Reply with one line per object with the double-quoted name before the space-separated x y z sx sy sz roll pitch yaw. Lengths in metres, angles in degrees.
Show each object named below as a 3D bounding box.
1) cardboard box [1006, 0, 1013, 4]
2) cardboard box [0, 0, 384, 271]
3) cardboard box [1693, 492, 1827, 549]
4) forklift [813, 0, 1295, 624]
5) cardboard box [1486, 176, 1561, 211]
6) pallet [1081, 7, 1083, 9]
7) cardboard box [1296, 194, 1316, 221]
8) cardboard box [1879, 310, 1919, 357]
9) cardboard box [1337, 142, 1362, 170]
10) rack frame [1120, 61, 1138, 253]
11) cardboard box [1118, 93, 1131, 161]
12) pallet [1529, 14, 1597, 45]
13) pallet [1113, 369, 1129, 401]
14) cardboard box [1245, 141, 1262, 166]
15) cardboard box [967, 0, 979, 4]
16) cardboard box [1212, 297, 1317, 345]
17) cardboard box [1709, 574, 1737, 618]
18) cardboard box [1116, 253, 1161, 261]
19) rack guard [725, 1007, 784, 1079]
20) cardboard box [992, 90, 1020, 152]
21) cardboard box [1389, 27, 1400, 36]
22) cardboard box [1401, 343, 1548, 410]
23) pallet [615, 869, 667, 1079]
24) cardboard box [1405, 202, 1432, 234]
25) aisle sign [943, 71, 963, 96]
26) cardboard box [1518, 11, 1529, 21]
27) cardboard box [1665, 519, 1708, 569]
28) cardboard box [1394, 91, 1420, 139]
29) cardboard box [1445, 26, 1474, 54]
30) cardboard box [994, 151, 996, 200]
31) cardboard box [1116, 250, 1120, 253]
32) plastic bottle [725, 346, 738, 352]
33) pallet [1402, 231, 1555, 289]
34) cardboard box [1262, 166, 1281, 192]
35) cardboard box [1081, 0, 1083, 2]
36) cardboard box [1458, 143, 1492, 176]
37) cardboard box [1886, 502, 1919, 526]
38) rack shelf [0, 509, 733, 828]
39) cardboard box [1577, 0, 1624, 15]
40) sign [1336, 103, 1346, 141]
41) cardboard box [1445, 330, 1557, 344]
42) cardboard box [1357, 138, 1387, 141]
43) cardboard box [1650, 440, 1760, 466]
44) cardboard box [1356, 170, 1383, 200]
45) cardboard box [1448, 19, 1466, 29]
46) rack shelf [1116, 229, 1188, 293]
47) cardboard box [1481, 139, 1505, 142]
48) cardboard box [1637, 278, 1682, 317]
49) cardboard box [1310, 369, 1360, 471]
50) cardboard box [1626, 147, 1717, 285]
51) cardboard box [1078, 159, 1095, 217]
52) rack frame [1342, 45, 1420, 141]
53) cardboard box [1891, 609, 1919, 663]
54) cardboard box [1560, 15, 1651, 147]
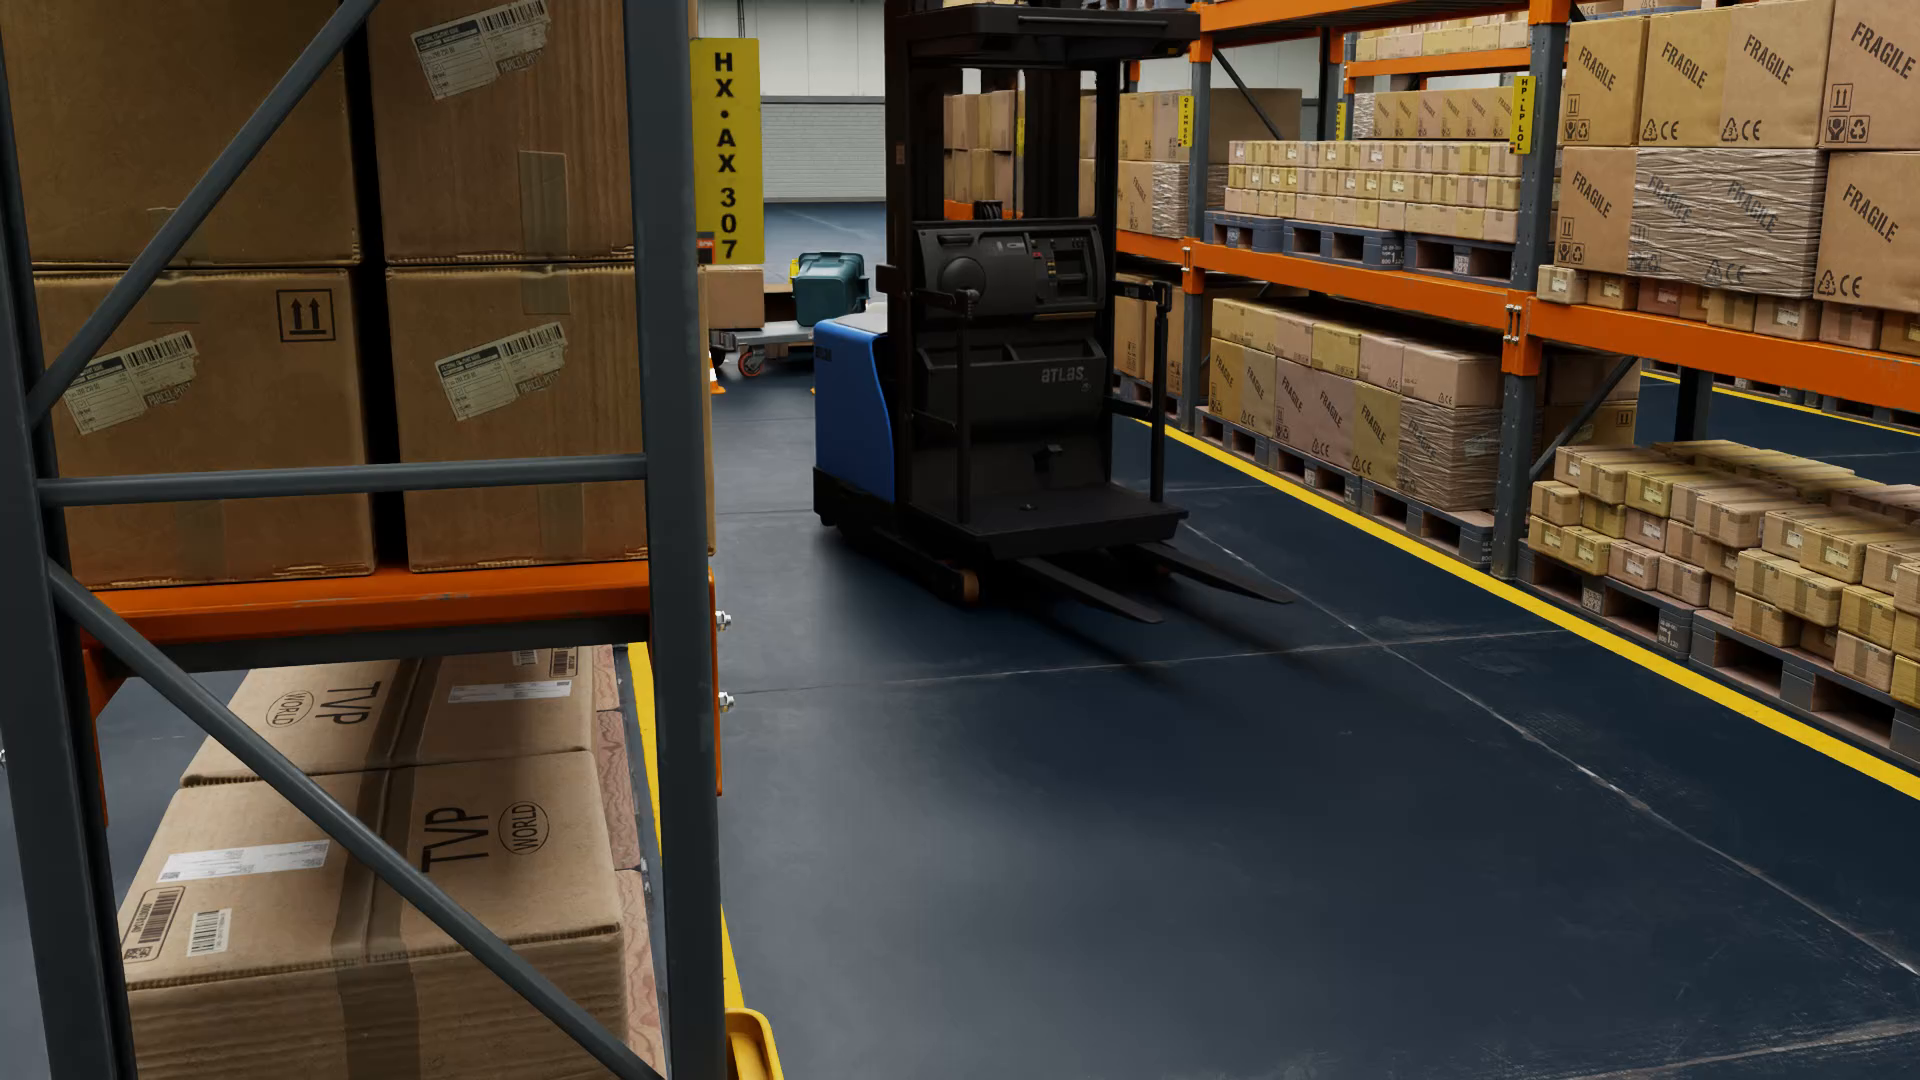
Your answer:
"cardboard box" 0.631 -4.862 15.119 0.380 0.149 0.250 -3 14 -12
"cardboard box" -1.228 -0.714 2.713 0.500 0.500 0.500 -3 14 -11
"cardboard box" 3.023 -0.076 6.288 0.380 0.149 0.250 -3 14 -12
"forklift" 0.339 -1.255 7.387 1.130 2.935 3.031 -7 15 -26
"cardboard box" 2.680 -1.611 7.720 0.380 0.149 0.250 -3 14 -11
"pallet" 1.350 -4.305 13.811 0.805 0.209 1.217 -4 14 -15
"cardboard box" 2.191 -1.947 9.719 0.380 0.149 0.250 -3 14 -11
"cardboard box" 3.258 -0.681 5.424 0.380 0.149 0.250 -3 14 -12
"cardboard box" 2.311 -2.119 9.173 0.380 0.149 0.250 -3 14 -14
"rack frame" 1.086 -3.150 14.998 1.000 3.000 0.127 -3 14 -13
"cardboard box" 1.567 -3.218 12.961 0.700 0.500 0.500 -3 14 -14
"pallet" 5.973 -4.620 15.094 1.213 0.211 1.003 -3 14 -13
"pallet" 1.631 -1.339 13.464 1.003 0.211 1.213 -3 14 -13
"cardboard box" 2.012 -2.418 10.397 0.380 0.149 0.250 -4 14 -15
"cardboard box" 0.367 -5.379 16.397 0.500 0.250 0.500 -3 14 -13
"cardboard box" 1.953 -1.408 10.673 0.500 0.250 0.500 -4 14 -16
"cardboard box" 3.115 0.211 6.367 0.380 0.149 0.250 -4 14 -16
"cardboard box" 1.320 -2.123 14.650 1.050 0.750 0.750 -3 14 -13
"rack guard" -0.877 1.138 2.717 1.175 0.500 0.348 -3 14 -13
"cardboard box" 0.791 -3.954 15.701 0.875 0.550 0.550 -3 14 -13
"cardboard box" 4.973 -5.644 18.363 0.380 0.149 0.250 -3 14 -11
"cardboard box" 2.545 -0.816 8.248 0.500 0.250 0.500 -4 14 -15
"pallet" -1.147 1.093 3.511 1.003 0.211 1.213 -3 14 -13
"cardboard box" 2.503 -1.642 8.472 0.380 0.149 0.250 -4 14 -16
"aisle sign" -0.161 -5.335 18.465 0.394 0.787 0.004 -3 14 -13
"cardboard box" 5.574 -5.040 15.890 0.380 0.149 0.250 -3 14 -11
"cardboard box" 3.039 0.004 6.586 0.380 0.149 0.250 -4 14 -16
"cardboard box" 5.086 -4.631 18.119 0.500 0.500 0.500 -3 14 -13
"cardboard box" 5.333 -5.116 17.043 0.500 0.250 0.500 -3 14 -14
"cardboard box" 0.825 -3.564 16.377 0.875 0.550 0.550 -3 14 -13
"cardboard box" 1.007 -2.470 15.811 0.875 0.875 0.875 -3 14 -12
"plastic bottle" -2.181 -1.825 15.769 0.133 0.061 0.283 -1 14 -3
"pallet" 2.927 -1.395 8.222 1.003 0.211 1.213 -3 14 -13
"cardboard box" 2.076 -2.207 10.157 0.380 0.149 0.250 -4 14 -15
"cardboard box" 1.089 -4.484 13.575 0.250 0.149 0.380 -3 14 -13
"cardboard box" 2.617 -1.819 7.942 0.380 0.149 0.250 -4 14 -15
"cardboard box" 3.680 -0.048 6.171 0.380 0.149 0.250 -4 14 -15
"rack shelf" -1.353 -0.194 4.416 1.077 0.370 4.000 -3 14 -13
"cardboard box" 5.946 -5.000 15.150 0.797 0.503 0.637 -4 14 -16
"sign" 2.551 -2.783 11.226 0.100 0.325 0.005 -3 14 -13
"cardboard box" 2.921 -0.966 8.862 0.500 0.250 0.500 -3 14 -12
"cardboard box" 5.095 -4.390 19.239 0.875 0.500 0.500 -3 14 -13
"cardboard box" 3.302 -0.345 7.386 0.380 0.149 0.250 -3 14 -12
"cardboard box" 2.367 -1.915 8.964 0.380 0.149 0.250 -3 14 -13
"cardboard box" 5.260 -5.343 17.133 0.380 0.149 0.250 -3 14 -11
"rack shelf" 1.556 -2.339 13.195 1.077 0.370 4.000 -3 14 -13
"cardboard box" 5.803 -3.820 16.907 0.875 0.500 0.500 -3 14 -13
"cardboard box" 2.960 -0.984 6.665 0.380 0.149 0.250 -4 14 -16
"cardboard box" 2.310 -0.687 9.302 0.500 0.500 0.500 -4 14 -14
"cardboard box" 2.960 -1.255 6.406 0.500 0.500 0.500 -3 14 -13
"cardboard box" 1.183 -2.830 13.479 0.500 0.500 0.500 -3 14 -13
"rack frame" 4.992 -4.325 19.812 1.000 3.000 0.127 -3 14 -13
"cardboard box" 3.245 0.311 5.330 0.380 0.149 0.250 -3 14 -12
"cardboard box" 2.834 -1.865 6.797 0.500 0.500 0.500 -3 14 -12
